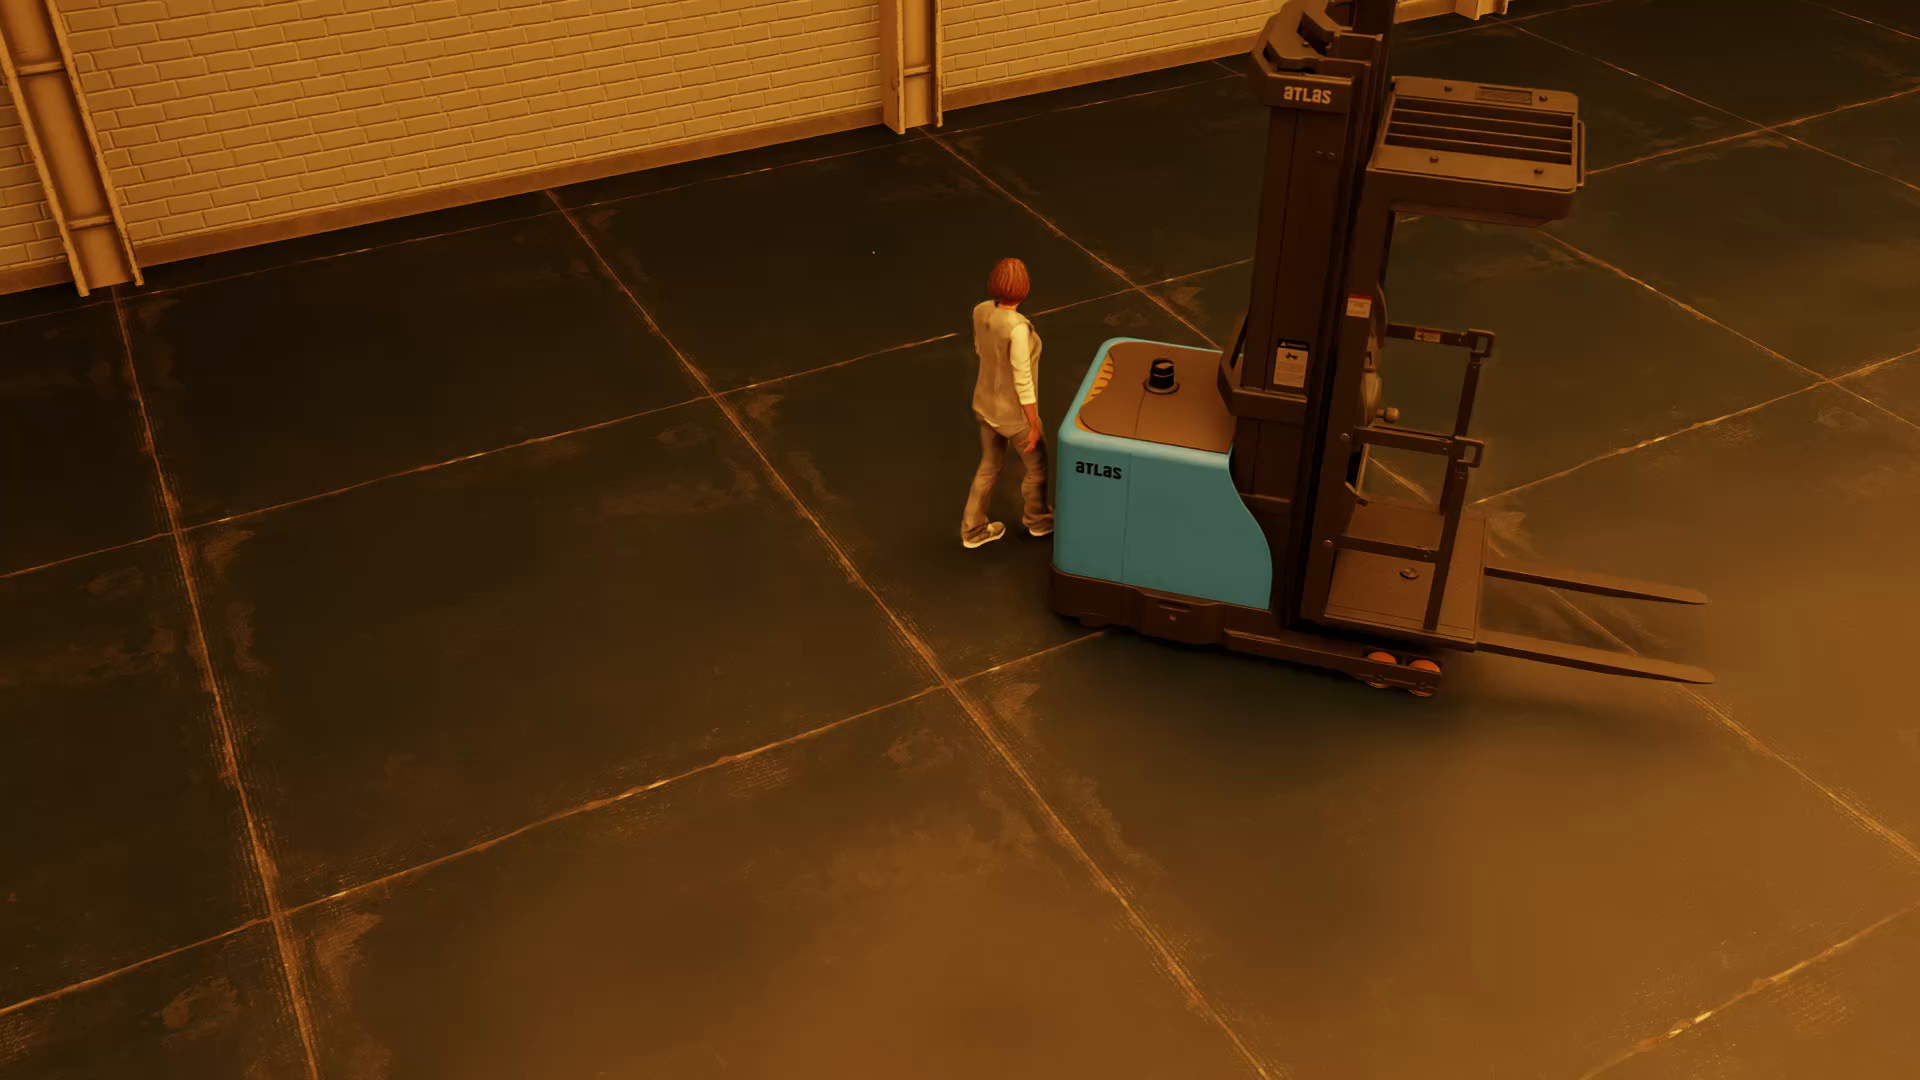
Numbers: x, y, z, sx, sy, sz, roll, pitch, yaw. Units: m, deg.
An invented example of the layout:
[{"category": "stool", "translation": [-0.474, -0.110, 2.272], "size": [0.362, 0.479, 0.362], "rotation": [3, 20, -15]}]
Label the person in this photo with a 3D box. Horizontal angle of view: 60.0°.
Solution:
[{"category": "person", "translation": [0.284, -0.672, 8.254], "size": [0.628, 1.575, 0.576], "rotation": [-23, 41, -29]}]

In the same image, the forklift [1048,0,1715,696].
[{"category": "forklift", "translation": [2.005, -0.824, 7.288], "size": [3.031, 2.935, 1.130], "rotation": [10, 37, 14]}]
